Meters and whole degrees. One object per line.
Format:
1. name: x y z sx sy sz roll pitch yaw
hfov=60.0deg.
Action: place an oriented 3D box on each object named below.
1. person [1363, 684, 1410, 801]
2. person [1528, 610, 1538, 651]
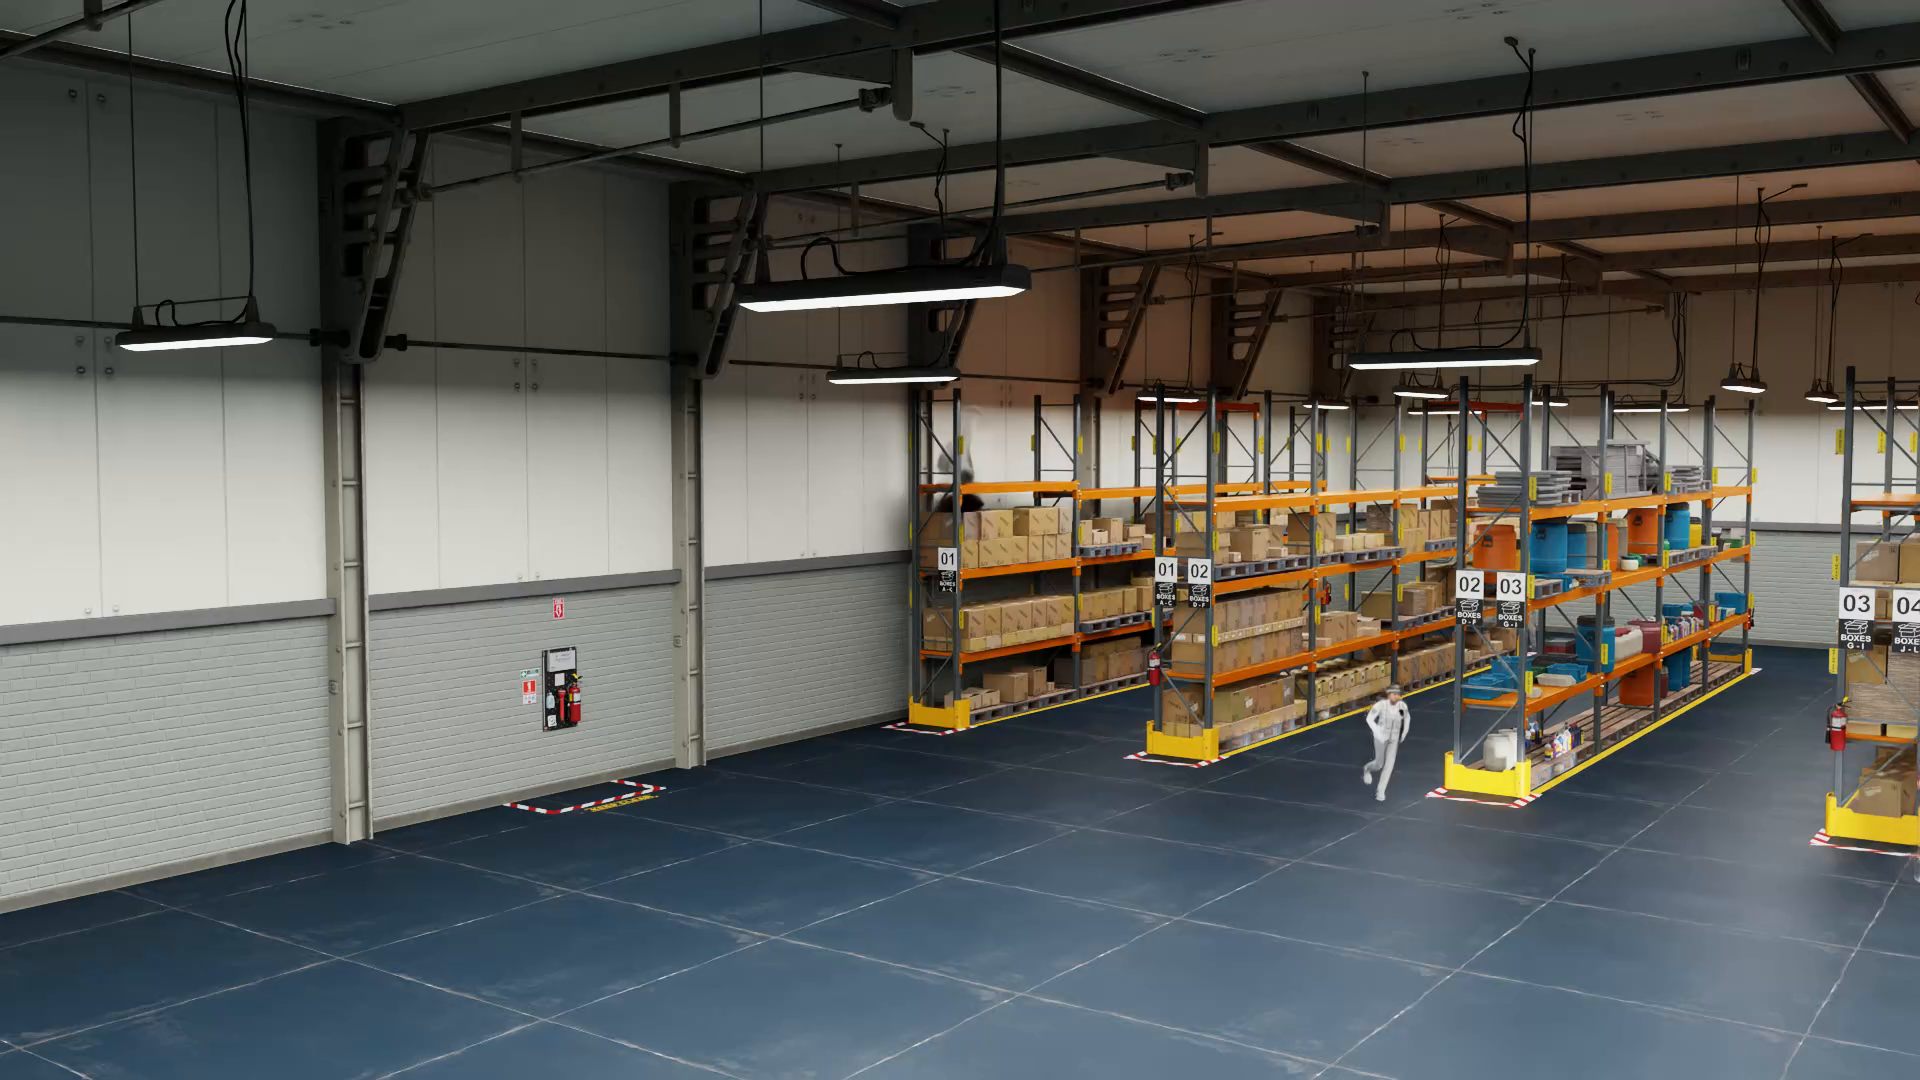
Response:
1. person: 6.111 2.842 23.790 0.652 1.641 0.825 0 3 -8
2. person: 13.776 1.893 40.593 0.829 1.682 0.665 2 4 33
